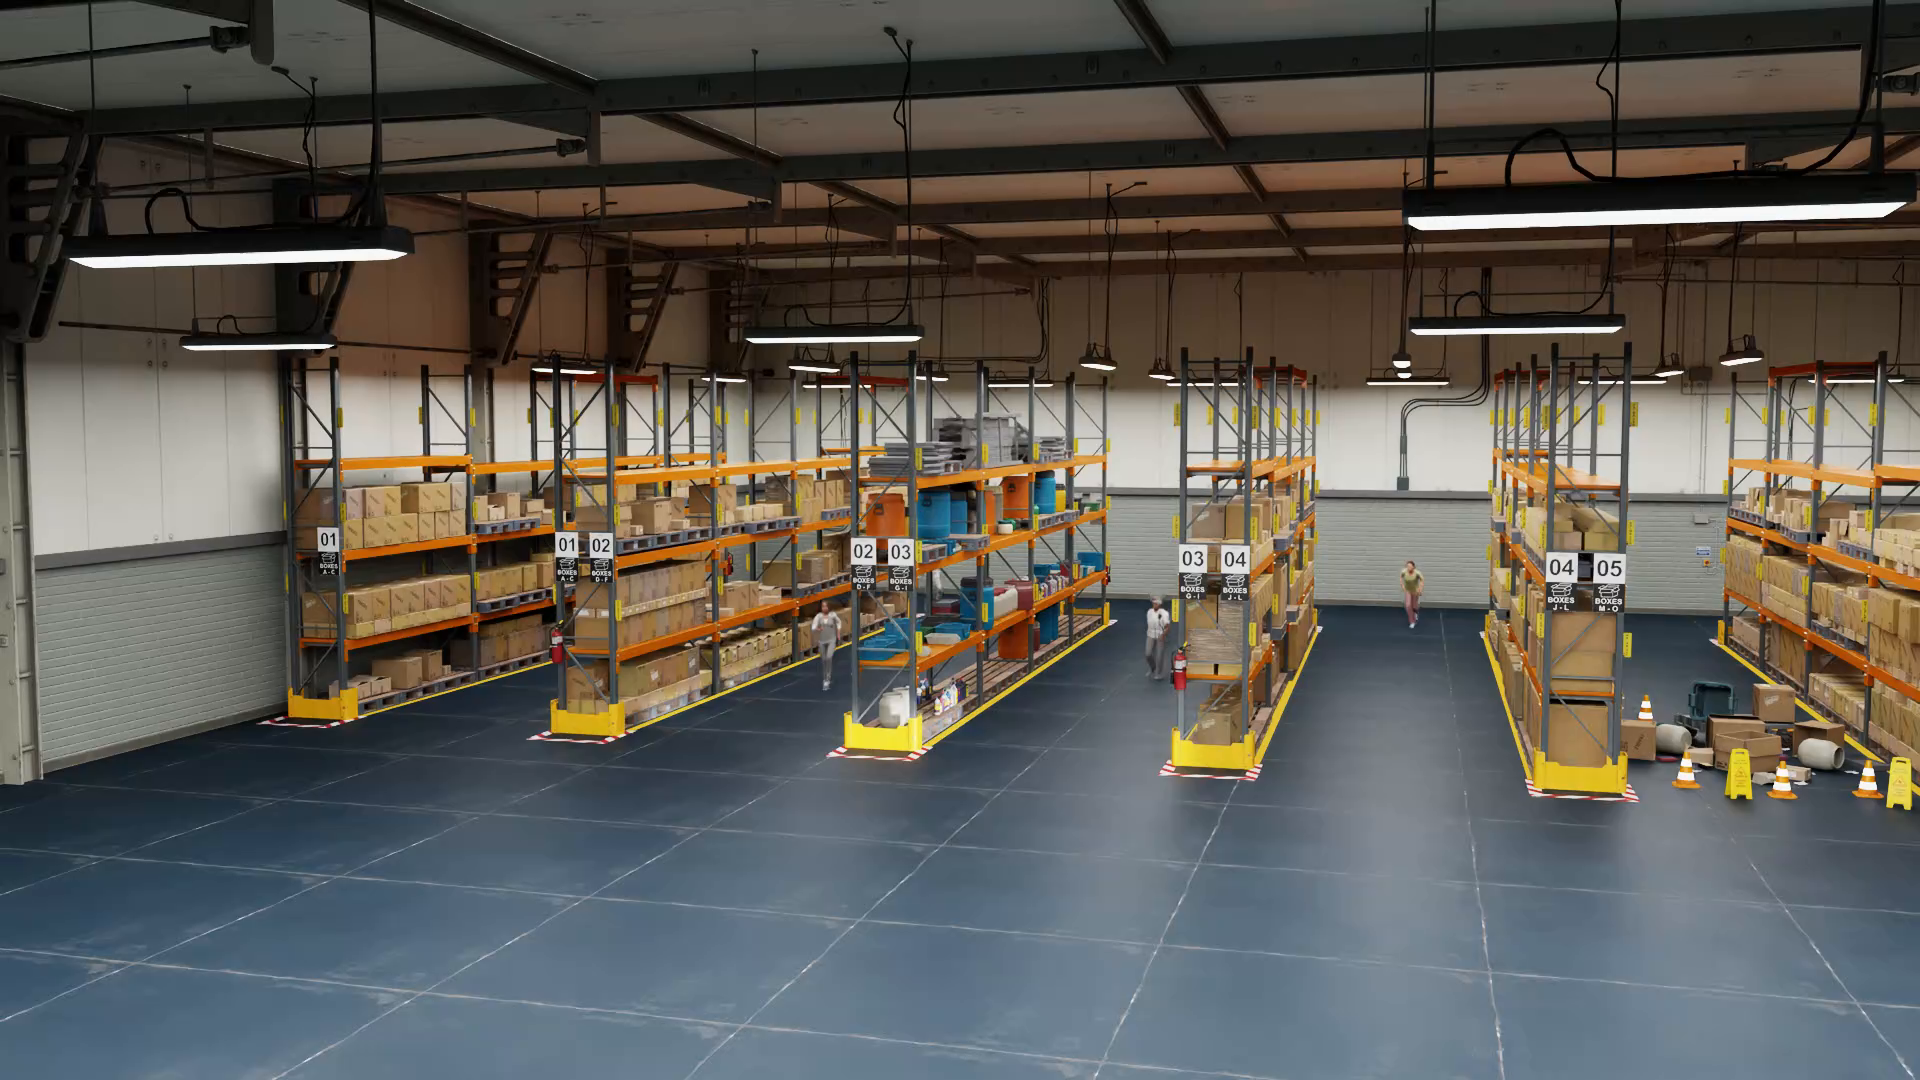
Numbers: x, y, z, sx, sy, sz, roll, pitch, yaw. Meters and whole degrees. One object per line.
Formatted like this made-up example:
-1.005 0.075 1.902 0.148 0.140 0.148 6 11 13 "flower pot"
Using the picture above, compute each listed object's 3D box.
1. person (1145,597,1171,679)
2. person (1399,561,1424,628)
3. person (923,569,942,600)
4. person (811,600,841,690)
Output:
3.736 1.870 31.582 0.566 1.621 0.765 2 4 21 "person"
10.882 1.290 40.006 0.582 1.619 0.846 2 5 29 "person"
-0.742 0.996 42.621 0.688 1.790 0.711 -2 5 -23 "person"
-2.481 1.919 30.876 0.502 1.625 0.823 1 4 7 "person"
